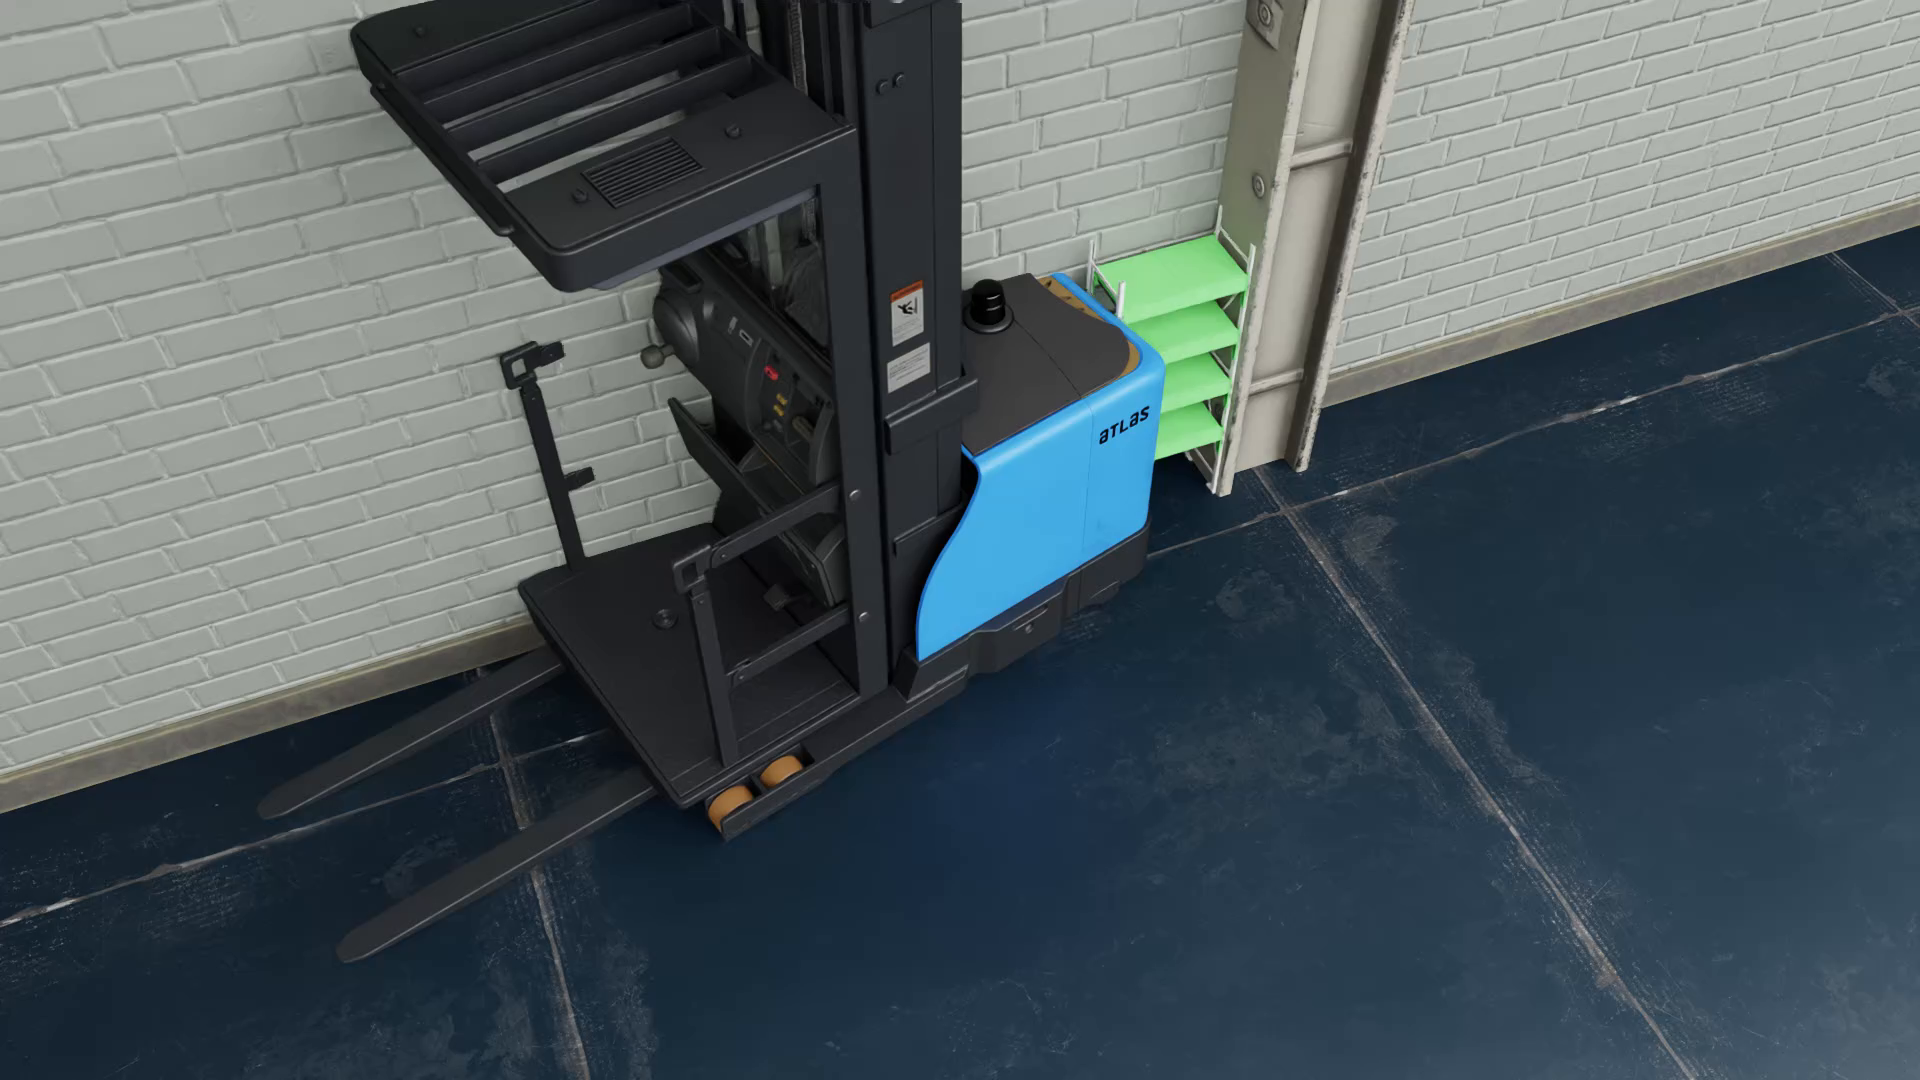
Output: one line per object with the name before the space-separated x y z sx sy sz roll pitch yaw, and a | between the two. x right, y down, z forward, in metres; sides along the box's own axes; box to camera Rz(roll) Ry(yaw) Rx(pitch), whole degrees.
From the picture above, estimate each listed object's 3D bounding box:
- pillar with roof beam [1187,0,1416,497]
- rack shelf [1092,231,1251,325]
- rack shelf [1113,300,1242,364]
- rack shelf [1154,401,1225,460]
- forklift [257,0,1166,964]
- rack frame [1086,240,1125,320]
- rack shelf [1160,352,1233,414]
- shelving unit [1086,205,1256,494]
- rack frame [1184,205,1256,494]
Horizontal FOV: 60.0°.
pillar with roof beam | 2.747 -0.238 0.523 0.400 9.000 9.100 -17 52 -14
rack shelf | 0.707 -0.862 5.648 0.480 0.148 0.258 -17 51 -15
rack shelf | 0.707 -0.704 5.829 0.480 0.148 0.258 -17 51 -15
rack shelf | 0.708 -0.388 6.190 0.480 0.148 0.258 -17 51 -15
forklift | -0.804 -0.455 4.708 3.031 2.935 1.130 -30 55 -23
rack frame | 0.482 -0.517 5.900 0.015 1.200 0.240 -17 51 -15
rack shelf | 0.708 -0.546 6.010 0.480 0.148 0.258 -17 51 -15
shelving unit | 0.708 -0.588 5.962 0.503 1.200 0.258 -17 51 -15
rack frame | 0.933 -0.658 6.023 0.015 1.200 0.240 -17 51 -15
